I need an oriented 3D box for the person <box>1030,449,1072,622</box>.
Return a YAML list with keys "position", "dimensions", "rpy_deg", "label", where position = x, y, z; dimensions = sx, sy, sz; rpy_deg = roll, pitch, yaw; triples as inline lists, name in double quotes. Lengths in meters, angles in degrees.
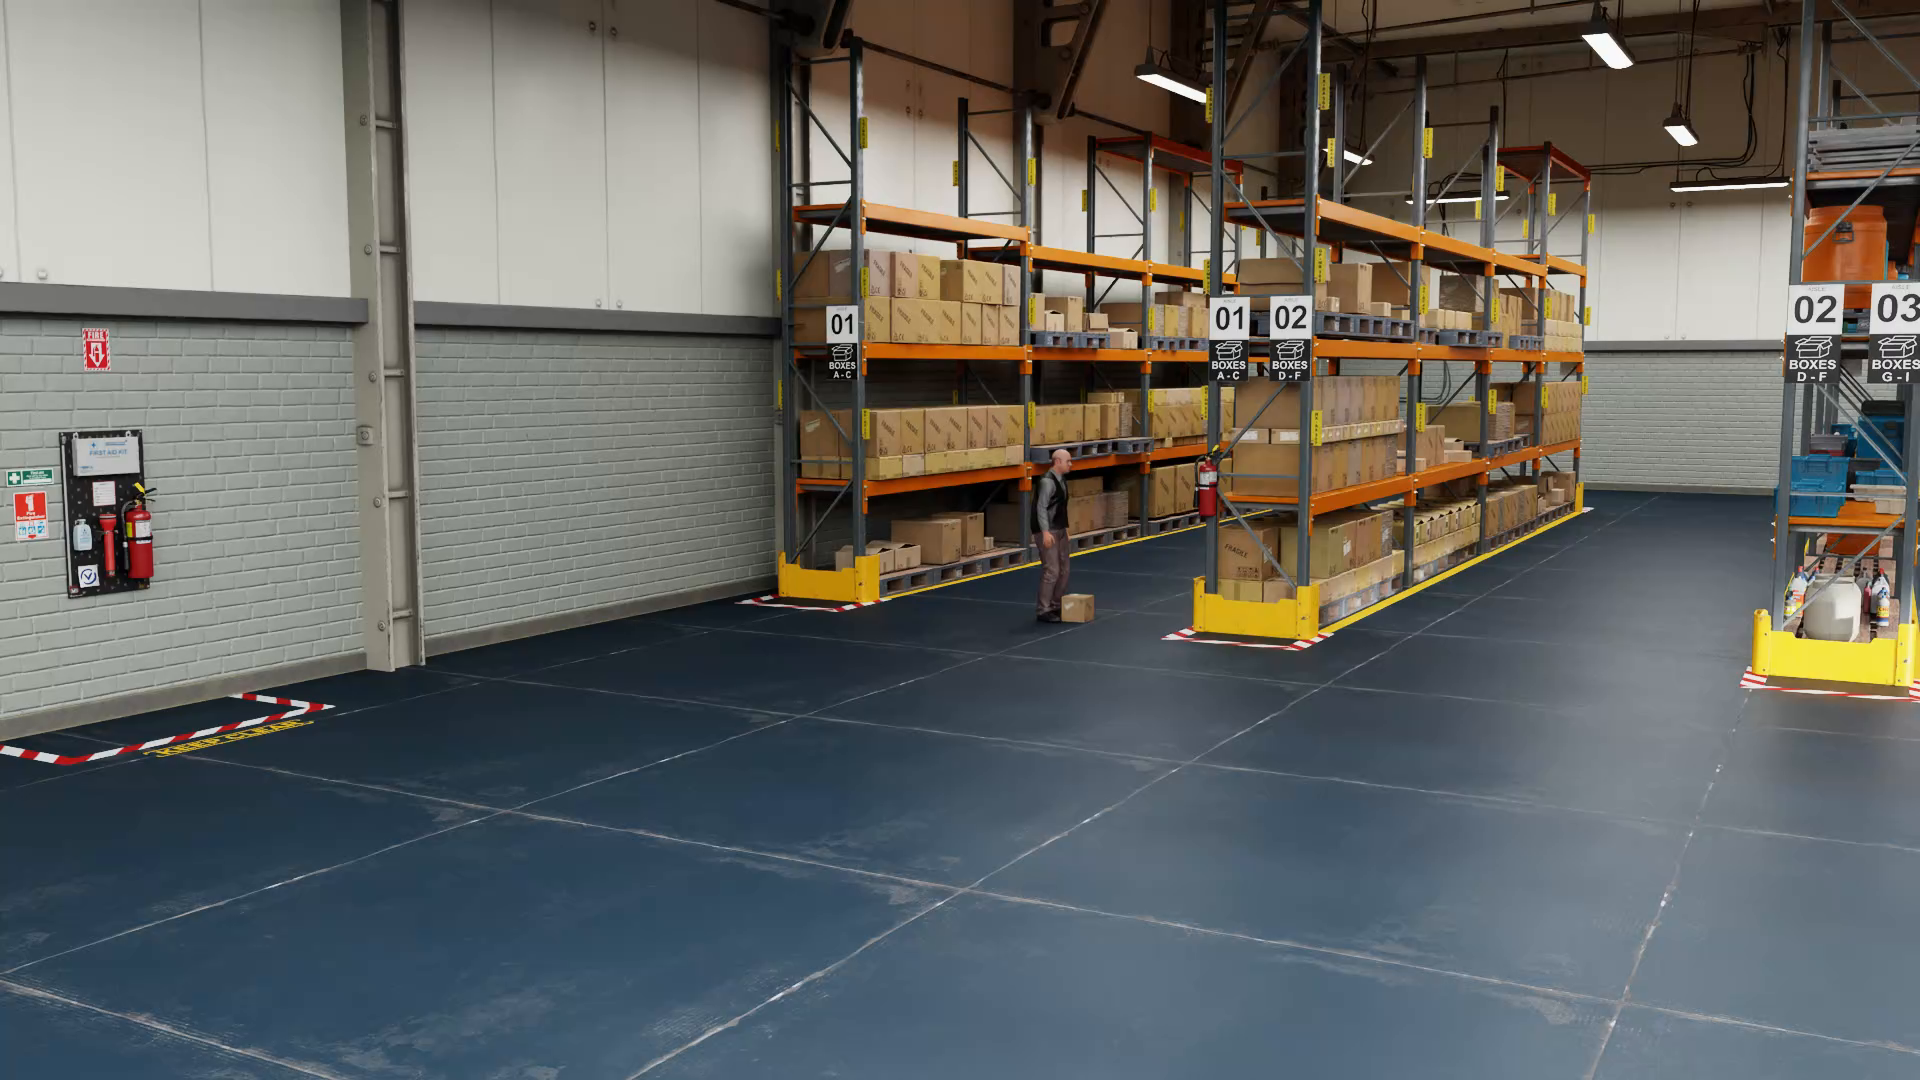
- position: [0.936, -0.057, 16.807]
  dimensions: [0.425, 1.717, 0.581]
  rpy_deg: [3, 7, 26]
  label: "person"
